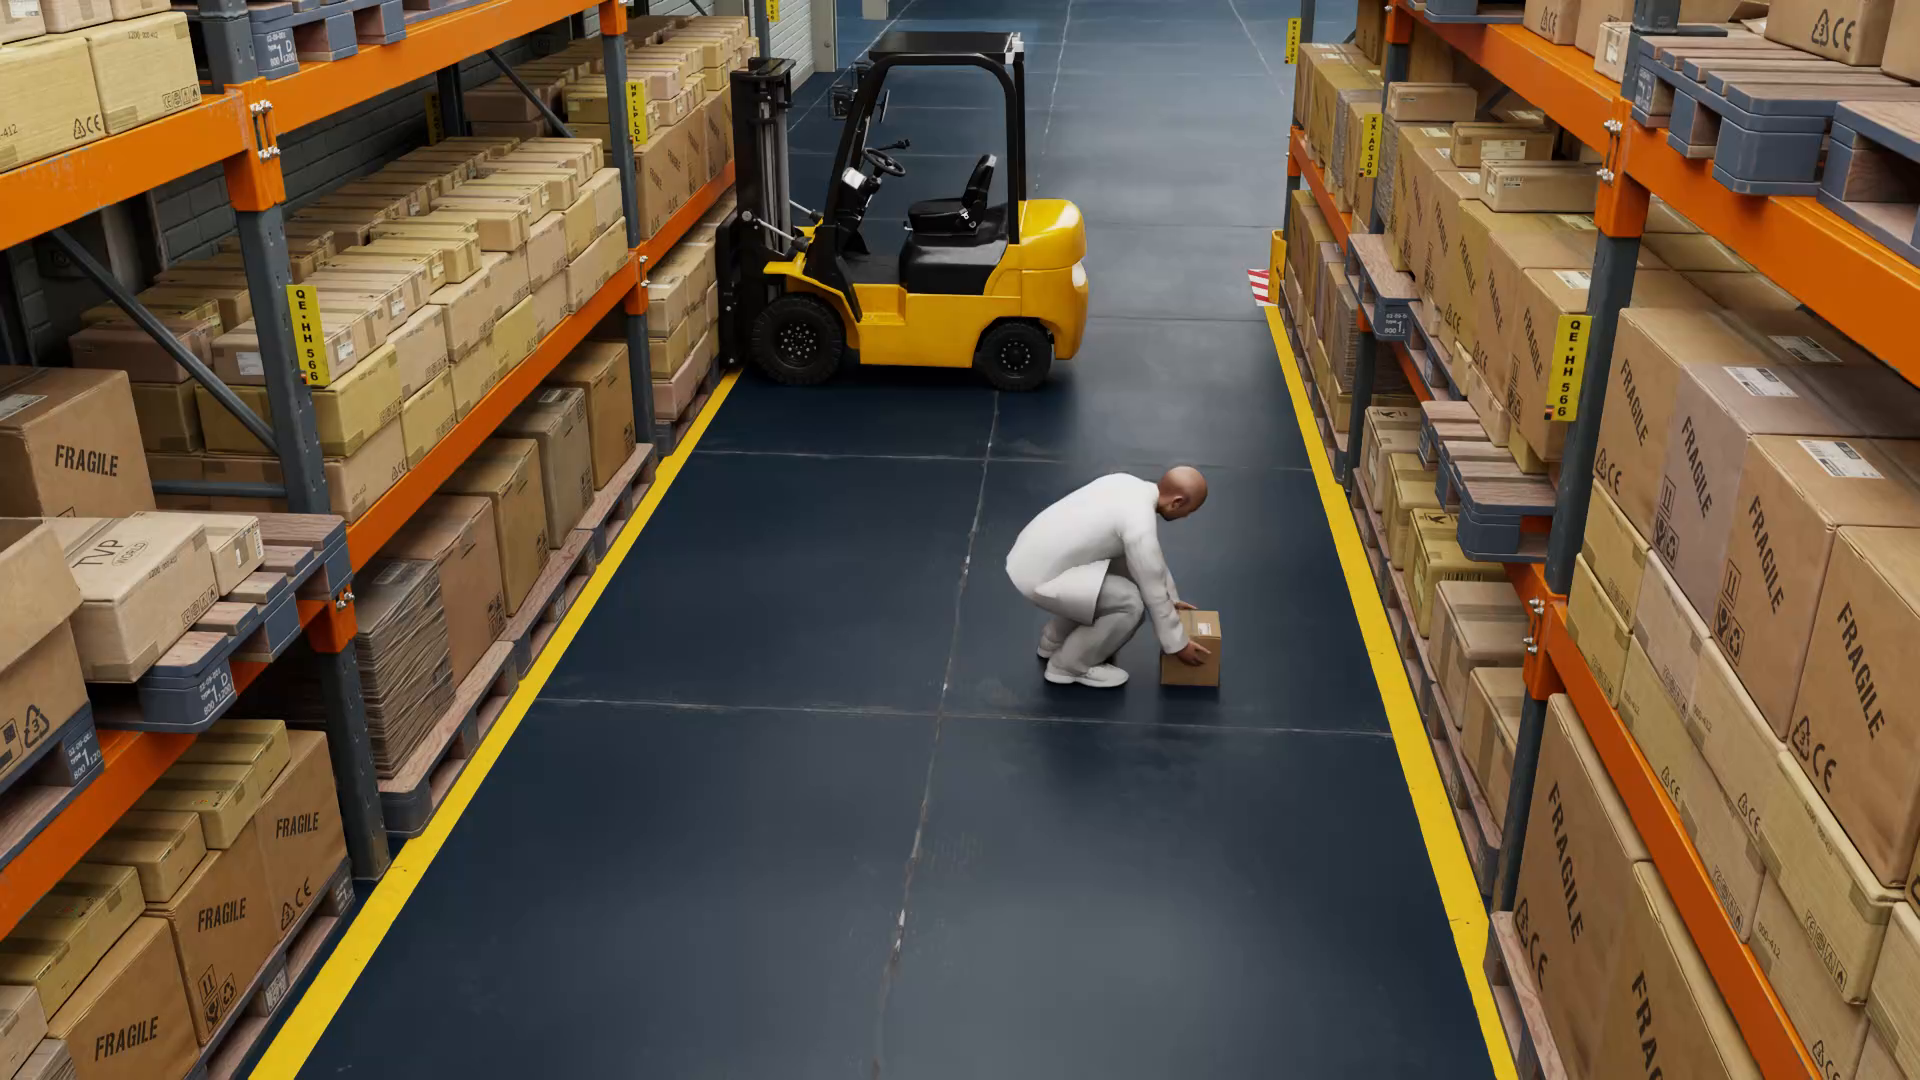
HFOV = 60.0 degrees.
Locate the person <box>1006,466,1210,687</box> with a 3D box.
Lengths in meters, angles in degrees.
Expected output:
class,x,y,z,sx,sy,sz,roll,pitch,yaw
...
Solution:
class,x,y,z,sx,sy,sz,roll,pitch,yaw
person,0.653,0.147,7.318,0.903,0.940,0.606,2,24,4
